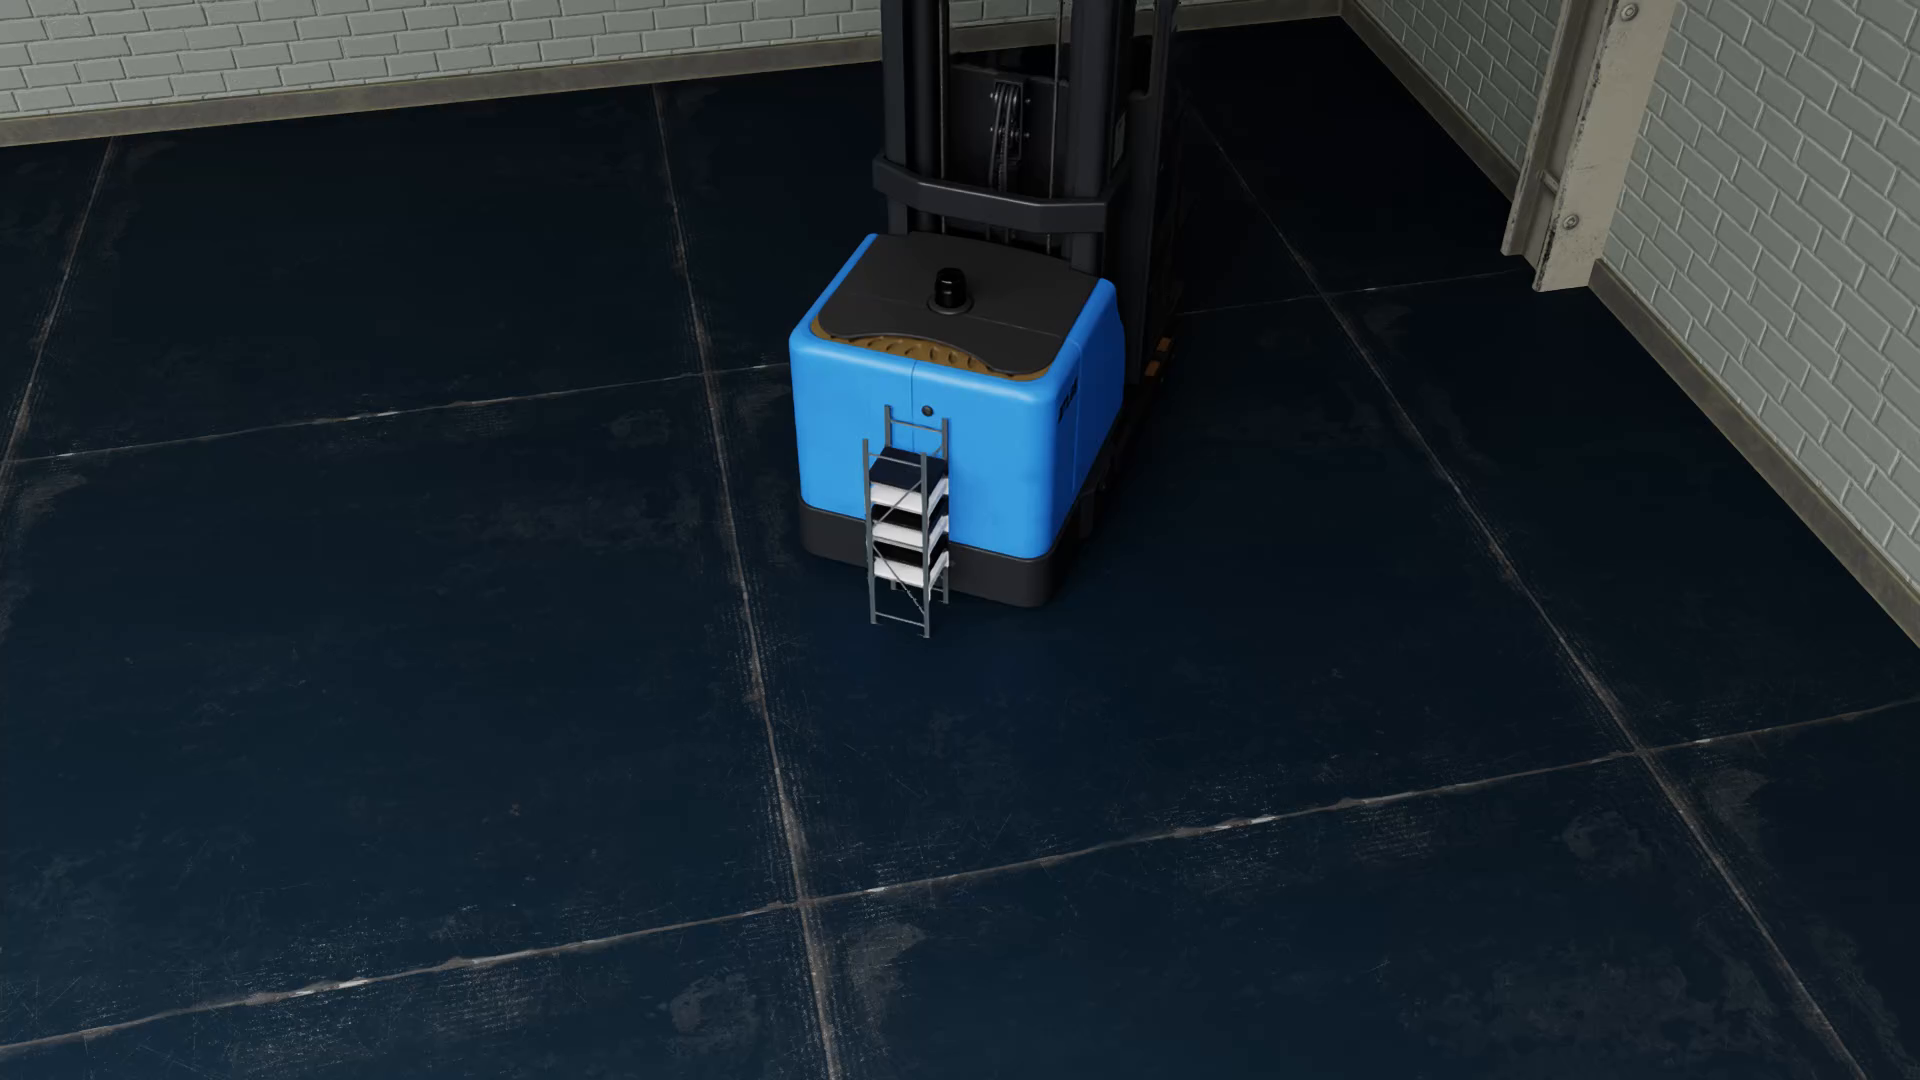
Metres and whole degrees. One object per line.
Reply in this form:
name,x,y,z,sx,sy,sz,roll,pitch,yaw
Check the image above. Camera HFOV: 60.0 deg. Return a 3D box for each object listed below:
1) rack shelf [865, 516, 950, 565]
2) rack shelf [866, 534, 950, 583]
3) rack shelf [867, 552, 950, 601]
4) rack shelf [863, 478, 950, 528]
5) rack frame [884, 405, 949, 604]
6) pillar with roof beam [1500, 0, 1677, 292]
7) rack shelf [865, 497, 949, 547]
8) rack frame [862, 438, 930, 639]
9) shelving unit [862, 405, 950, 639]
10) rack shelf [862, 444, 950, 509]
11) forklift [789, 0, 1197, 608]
rack shelf,-0.192,-0.028,6.153,0.258,0.077,0.200,14,43,15
rack shelf,-0.192,0.040,6.213,0.258,0.077,0.200,14,43,15
rack shelf,-0.192,0.107,6.273,0.258,0.077,0.200,14,43,15
rack shelf,-0.192,-0.162,6.034,0.258,0.077,0.200,14,43,15
rack frame,-0.157,-0.116,6.203,0.240,0.900,0.006,14,43,15
pillar with roof beam,-1.284,-4.108,4.600,9.100,9.000,0.400,-8,42,-9
rack shelf,-0.192,-0.095,6.094,0.258,0.077,0.200,14,43,15
rack frame,-0.228,0.011,6.060,0.240,0.900,0.006,14,43,15
shelving unit,-0.192,-0.052,6.131,0.258,0.900,0.210,14,43,15
rack shelf,-0.192,-0.229,5.974,0.258,0.077,0.200,14,43,15
forklift,0.353,-1.827,6.600,1.130,2.935,3.031,14,43,15
